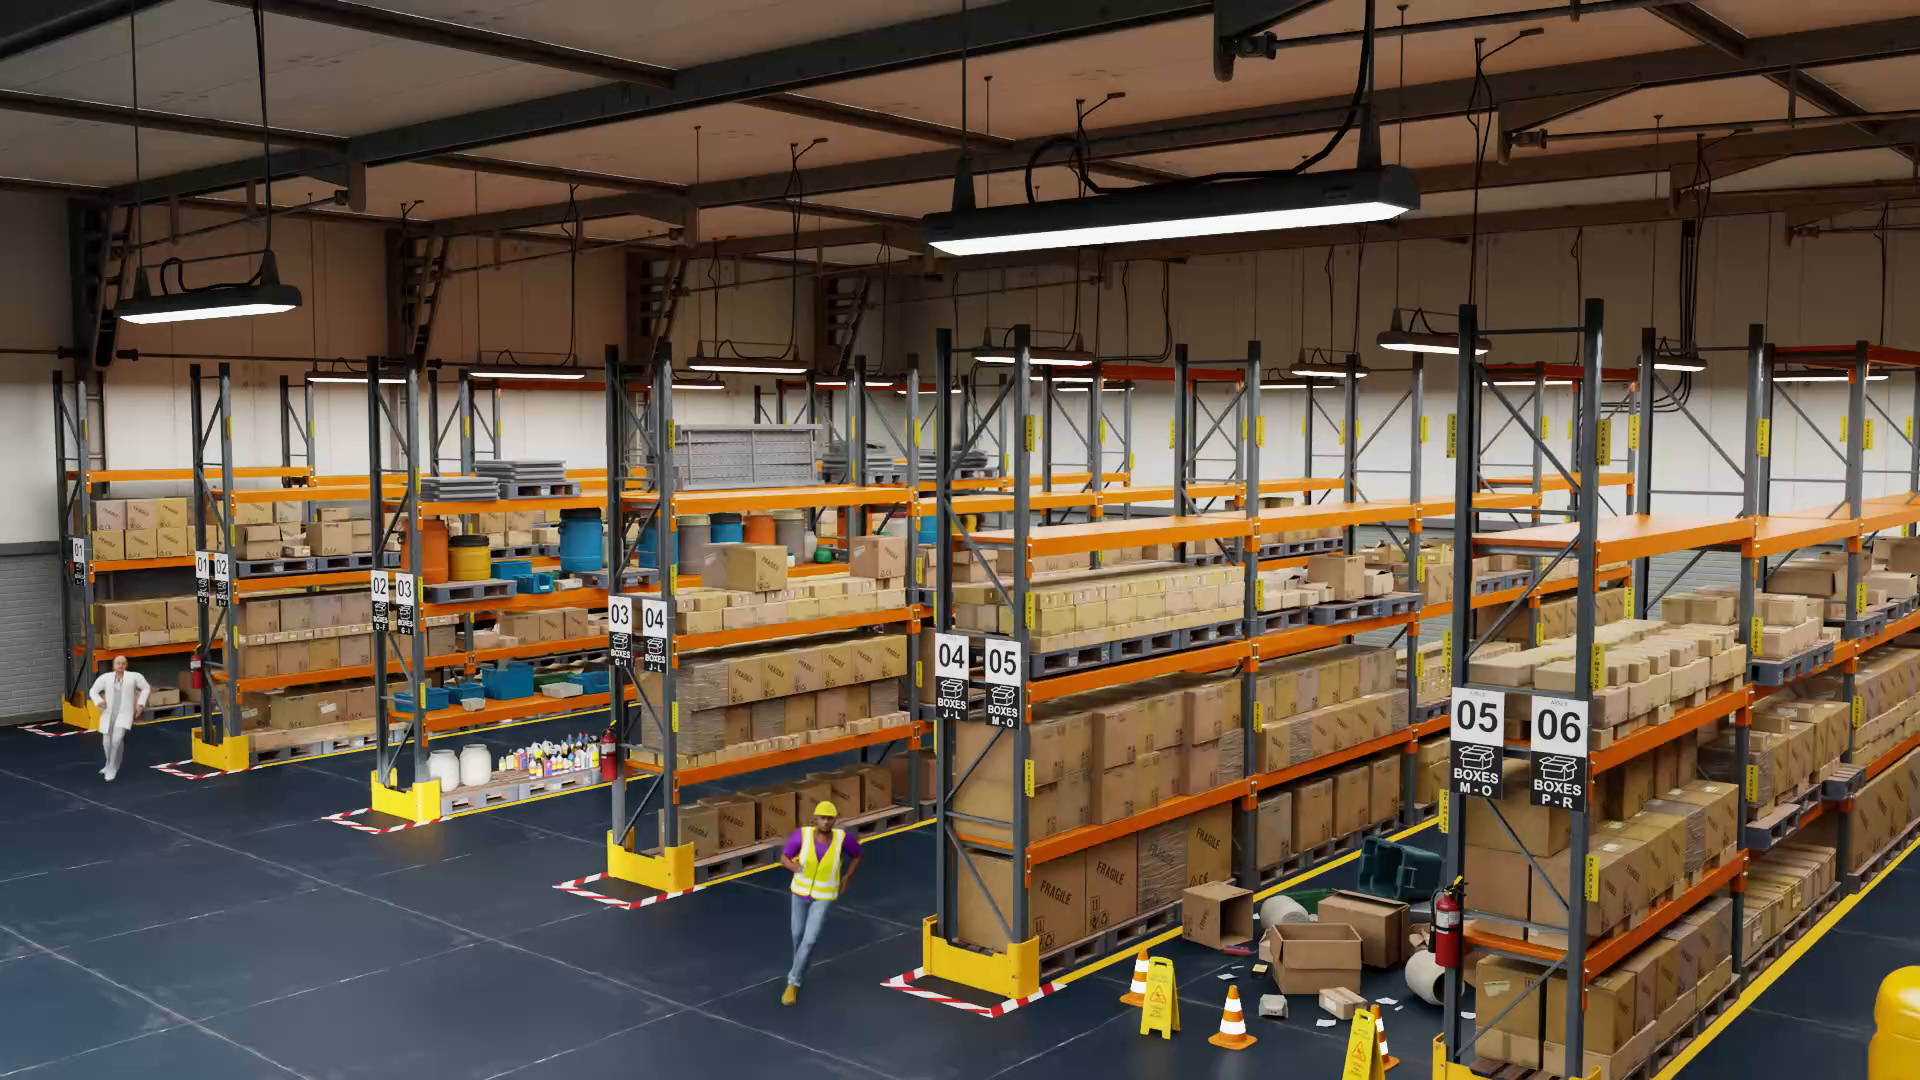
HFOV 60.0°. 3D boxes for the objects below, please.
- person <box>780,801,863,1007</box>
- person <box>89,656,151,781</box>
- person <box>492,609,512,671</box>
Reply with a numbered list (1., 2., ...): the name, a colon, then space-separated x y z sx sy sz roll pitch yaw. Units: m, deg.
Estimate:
1. person: -1.271 3.211 14.980 0.704 1.758 0.865 1 4 9
2. person: -12.166 2.561 24.057 0.763 1.791 0.732 -1 4 -11
3. person: -8.370 2.106 30.504 0.602 1.711 0.886 3 5 35
